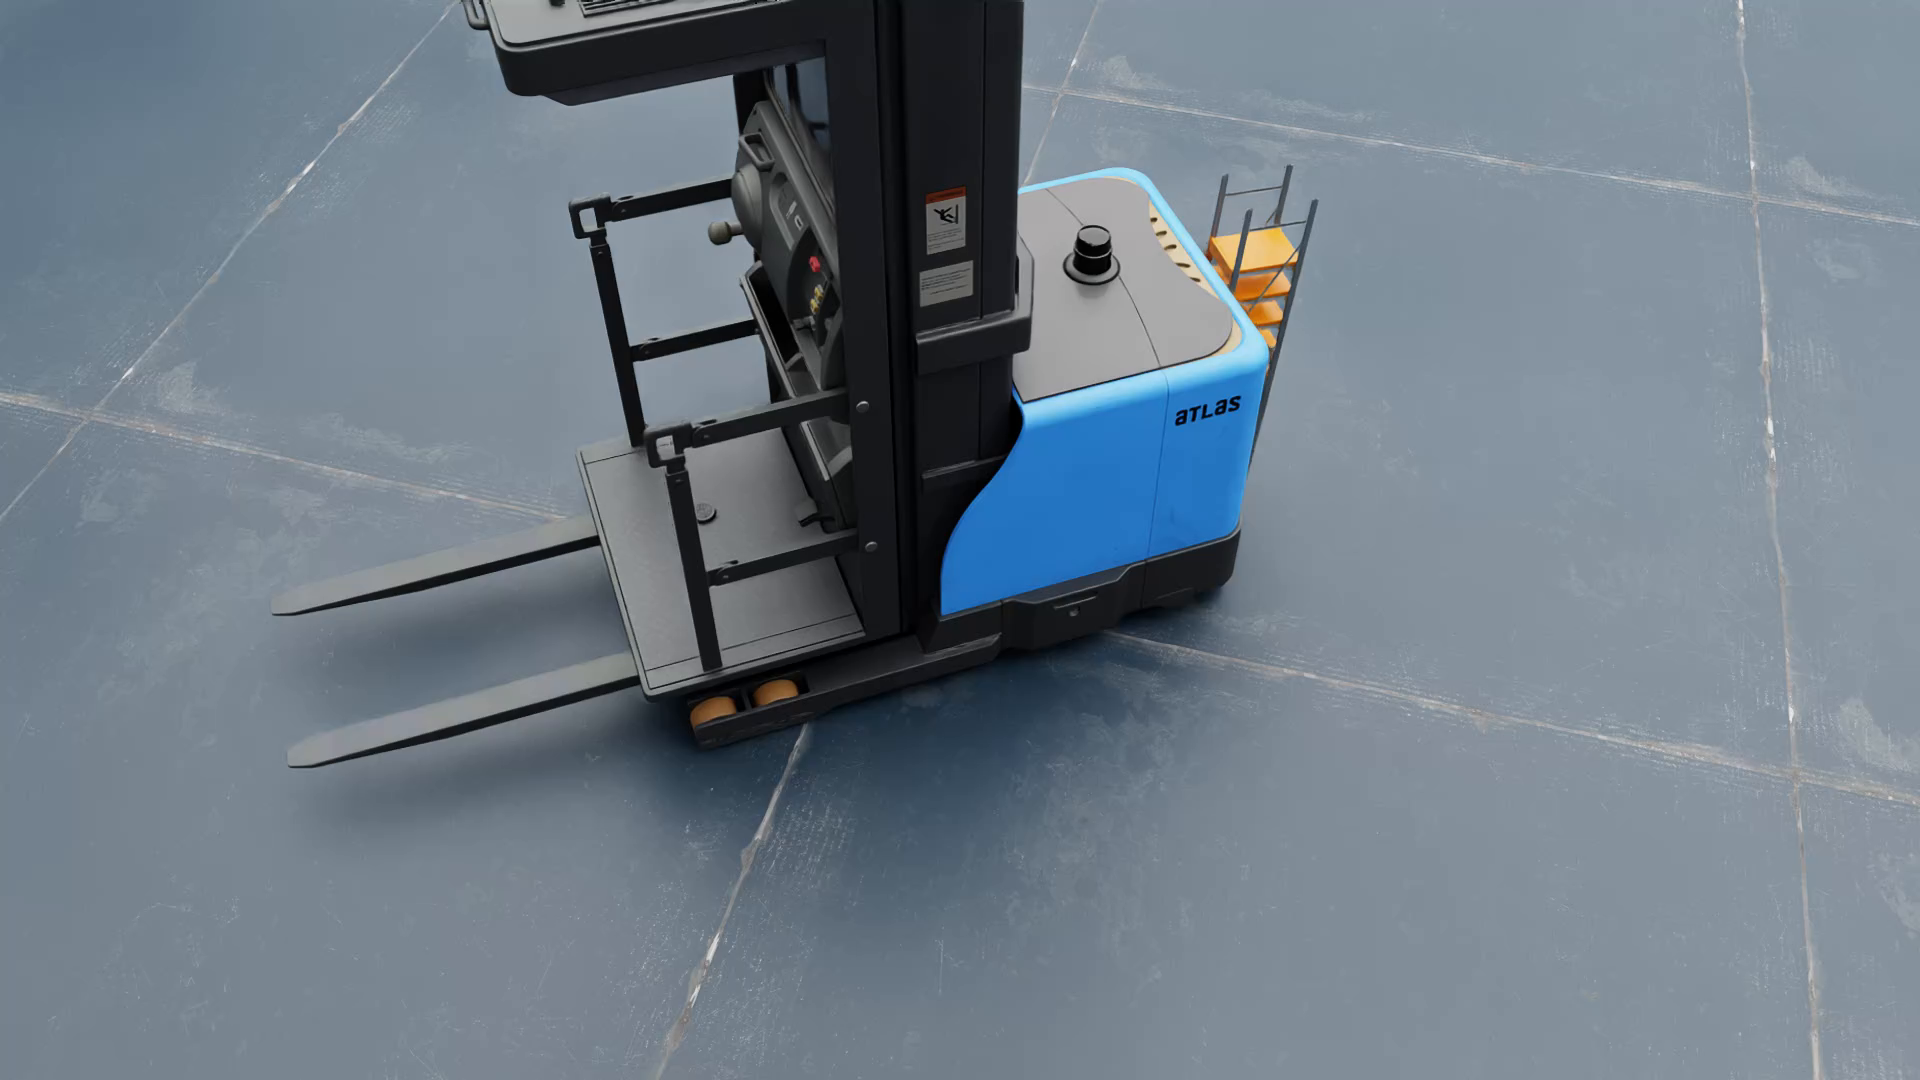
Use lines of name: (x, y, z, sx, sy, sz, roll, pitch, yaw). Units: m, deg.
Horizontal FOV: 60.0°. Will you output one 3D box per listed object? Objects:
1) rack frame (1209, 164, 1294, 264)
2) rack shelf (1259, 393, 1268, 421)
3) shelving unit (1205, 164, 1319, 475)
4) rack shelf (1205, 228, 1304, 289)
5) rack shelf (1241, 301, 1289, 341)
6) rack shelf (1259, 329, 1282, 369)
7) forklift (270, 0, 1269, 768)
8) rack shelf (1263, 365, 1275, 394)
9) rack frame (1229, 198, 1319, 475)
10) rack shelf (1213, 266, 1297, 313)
rack frame: (0.894, -0.746, 5.599, 0.240, 1.200, 0.006, -11, 50, -14)
rack shelf: (0.907, -0.490, 5.752, 0.258, 0.103, 0.180, -11, 50, -14)
shelving unit: (0.922, -0.681, 5.541, 0.258, 1.200, 0.189, -11, 50, -14)
rack shelf: (0.938, -0.893, 5.308, 0.258, 0.103, 0.180, -11, 50, -14)
rack shelf: (0.925, -0.731, 5.486, 0.258, 0.103, 0.180, -11, 50, -14)
rack shelf: (0.919, -0.651, 5.574, 0.258, 0.103, 0.180, -11, 50, -14)
forklift: (-0.655, -0.776, 4.480, 3.031, 2.935, 1.130, -15, 50, -13)
rack shelf: (0.913, -0.570, 5.663, 0.258, 0.103, 0.180, -11, 50, -14)
rack frame: (0.949, -0.615, 5.484, 0.240, 1.200, 0.006, -11, 50, -14)
rack shelf: (0.932, -0.812, 5.397, 0.258, 0.103, 0.180, -11, 50, -14)
